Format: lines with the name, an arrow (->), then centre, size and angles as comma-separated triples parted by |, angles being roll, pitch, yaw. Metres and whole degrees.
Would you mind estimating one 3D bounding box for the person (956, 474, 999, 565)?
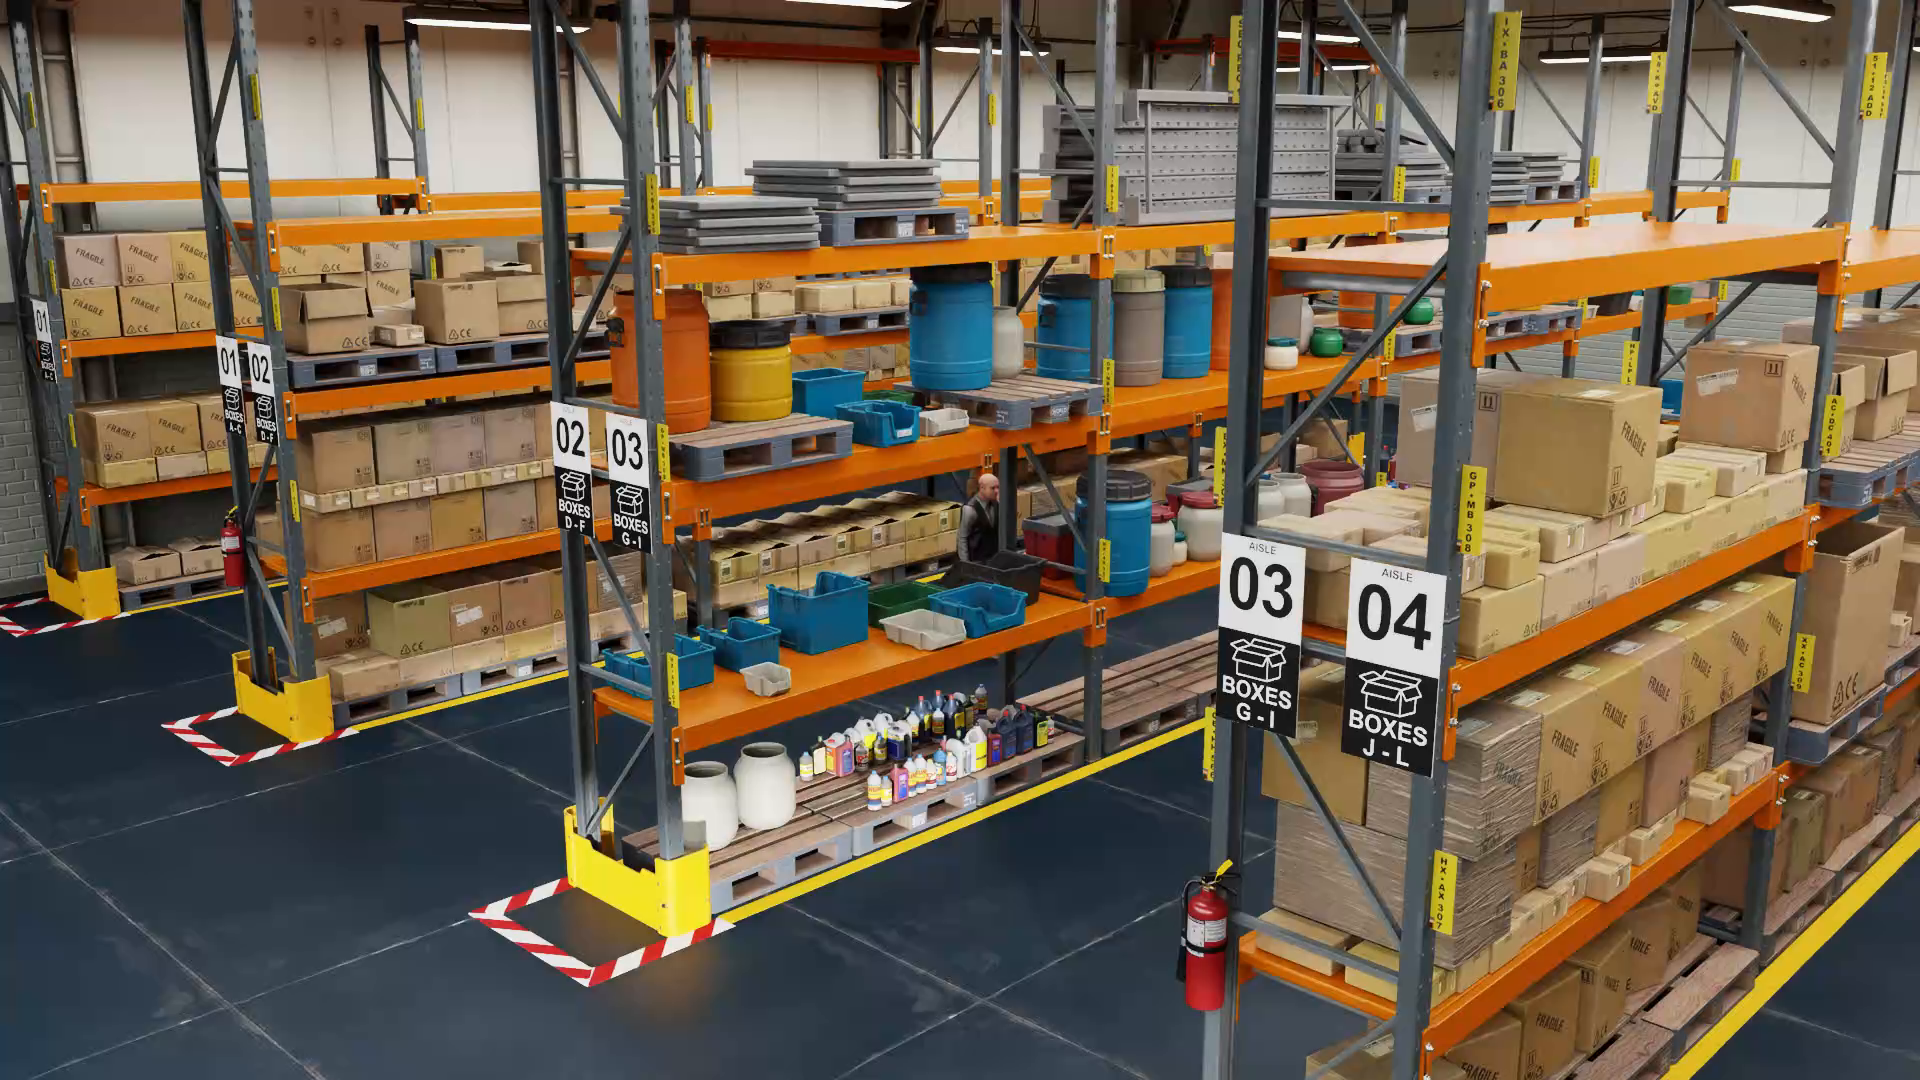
person -> 0.195, 0.212, 15.670 | 0.420, 1.721, 0.581 | 13, 19, 43
